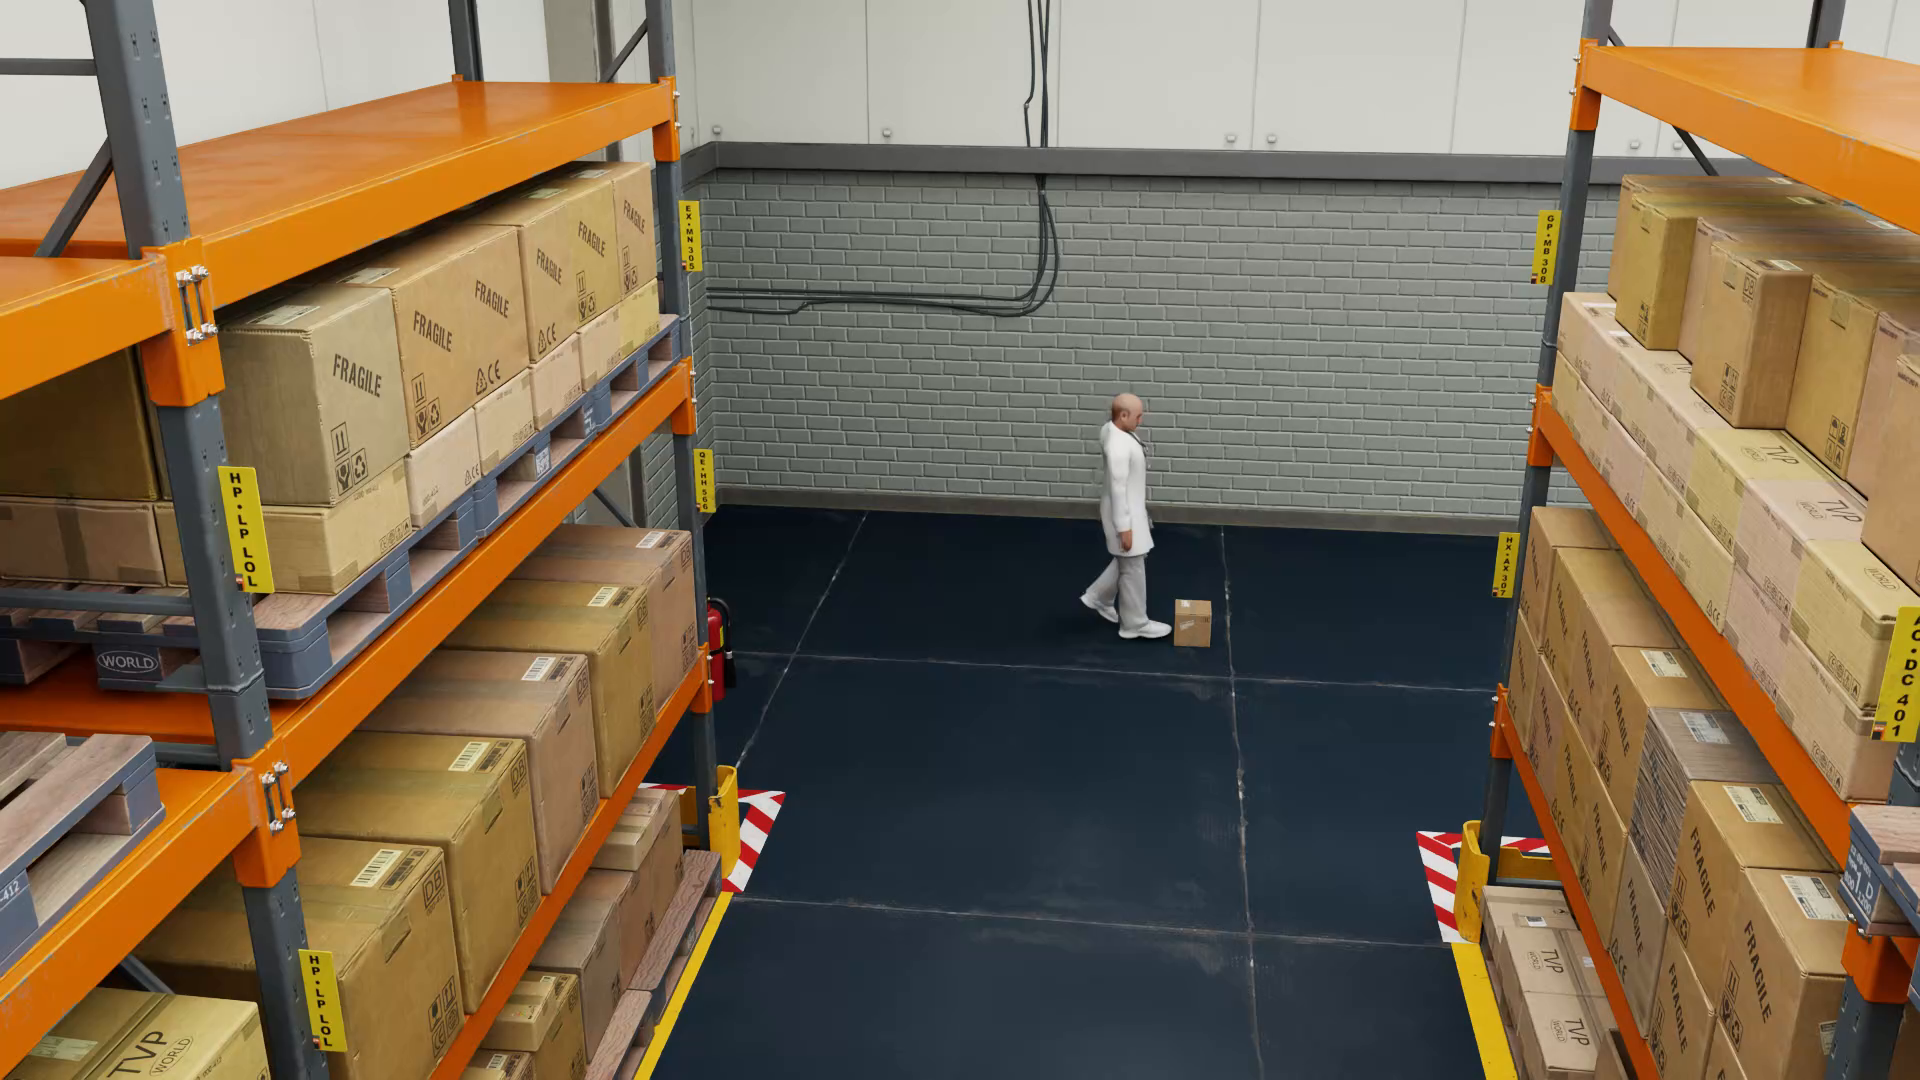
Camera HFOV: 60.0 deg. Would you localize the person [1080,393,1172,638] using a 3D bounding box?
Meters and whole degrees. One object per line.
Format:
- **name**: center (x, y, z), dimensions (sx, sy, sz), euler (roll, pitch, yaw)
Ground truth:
- **person**: center (1.177, -0.149, 11.486), dimensions (0.634, 1.735, 0.607), euler (-1, 21, -1)
